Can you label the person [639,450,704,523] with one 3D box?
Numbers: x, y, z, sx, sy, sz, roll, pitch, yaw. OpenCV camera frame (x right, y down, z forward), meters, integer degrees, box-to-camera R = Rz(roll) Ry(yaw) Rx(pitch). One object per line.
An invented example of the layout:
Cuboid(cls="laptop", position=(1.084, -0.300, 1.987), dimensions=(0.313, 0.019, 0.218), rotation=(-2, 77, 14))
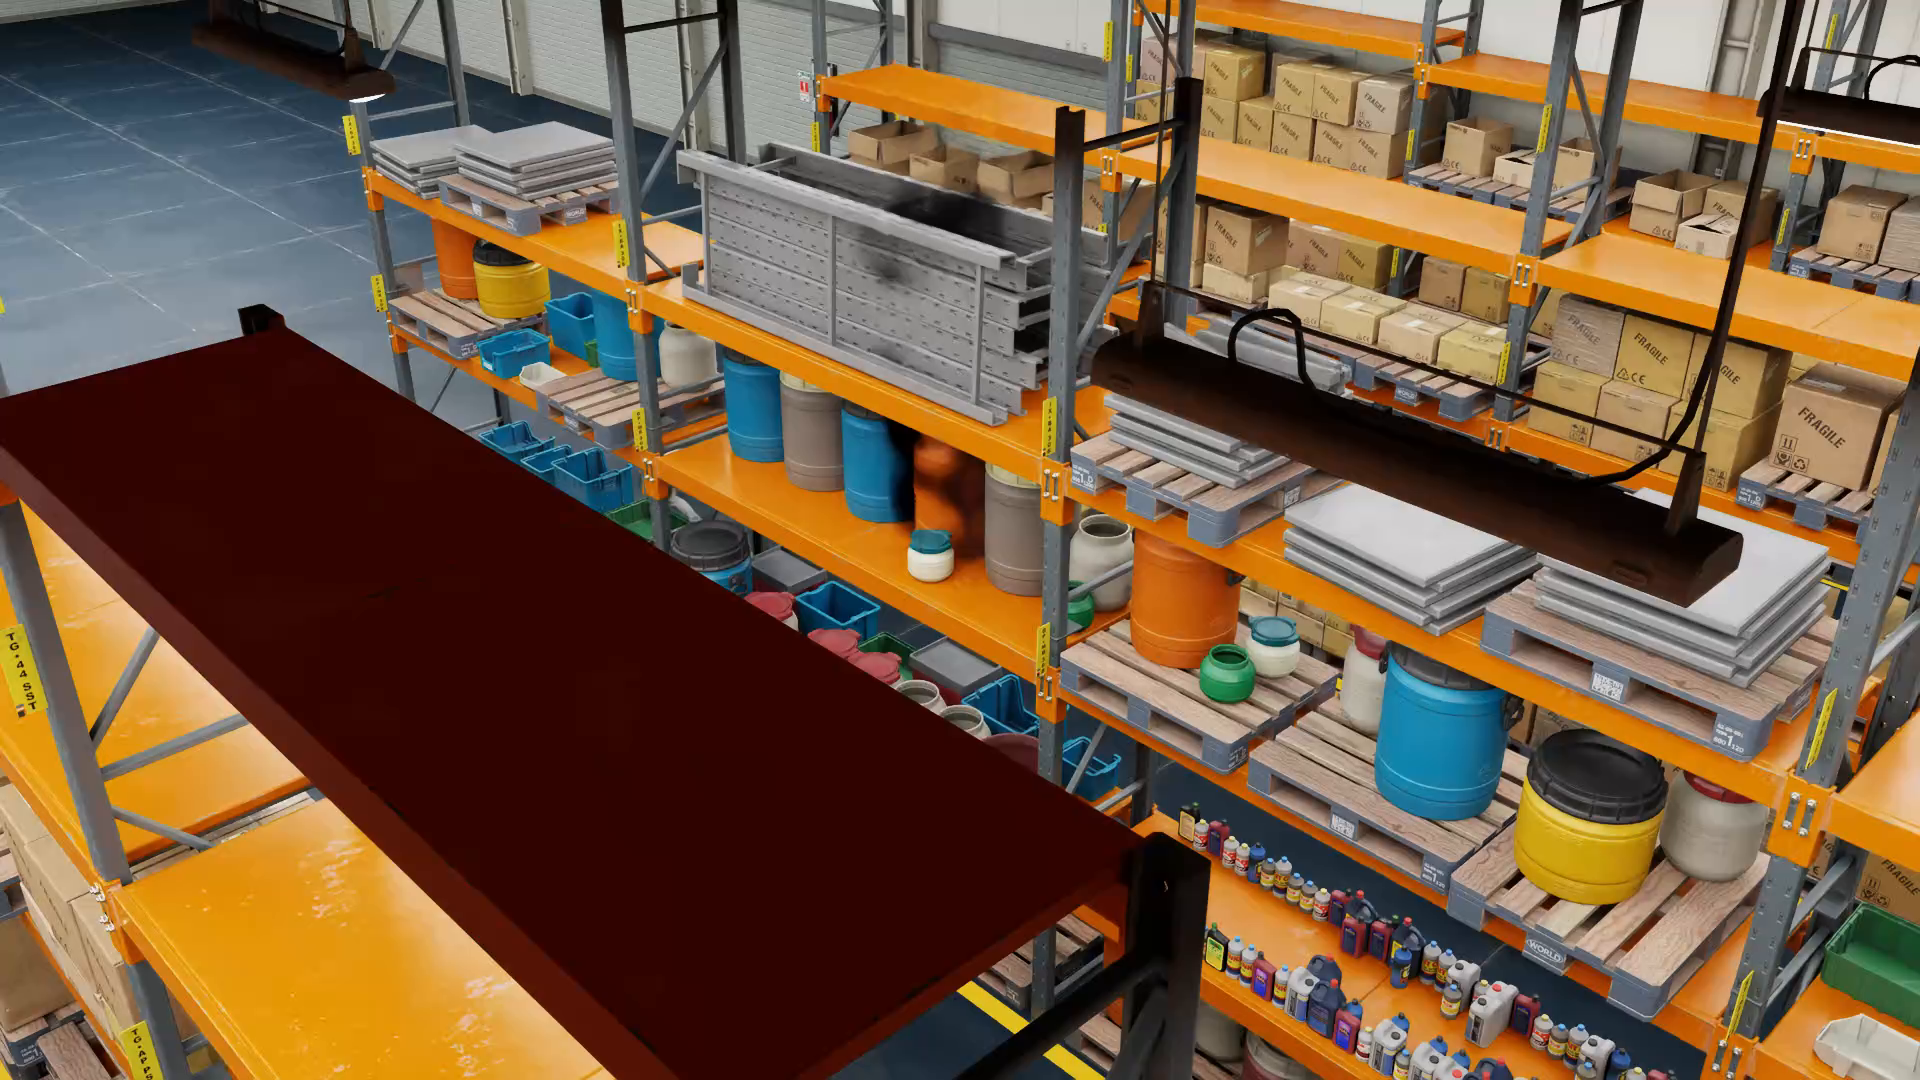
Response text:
Cuboid(cls="person", position=(-2.930, -0.702, 16.375), dimensions=(0.901, 1.692, 0.616), rotation=(17, 32, 28))
